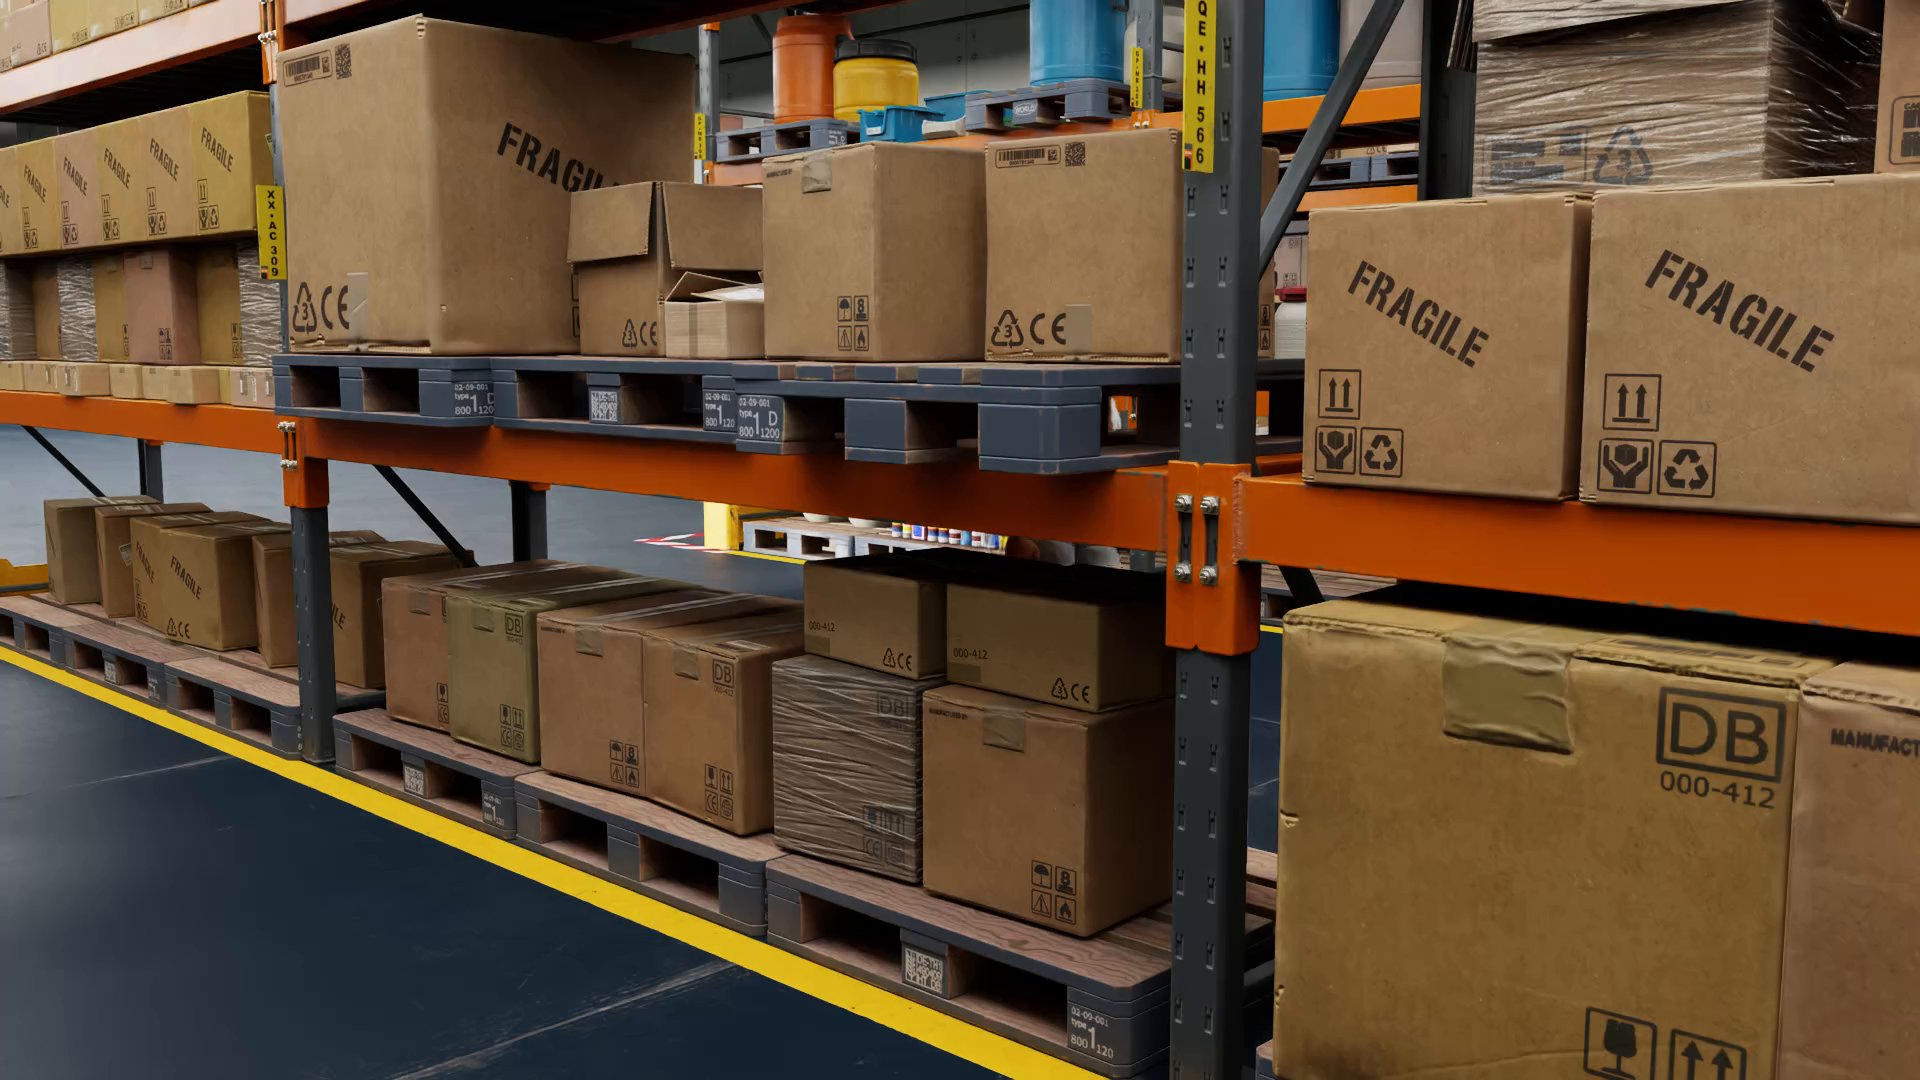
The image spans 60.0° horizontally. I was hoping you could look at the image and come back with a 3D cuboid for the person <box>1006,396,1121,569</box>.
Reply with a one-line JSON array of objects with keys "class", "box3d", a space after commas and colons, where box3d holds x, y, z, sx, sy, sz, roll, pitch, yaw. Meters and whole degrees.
[{"class": "person", "box3d": [0.315, -0.063, 6.001, 0.565, 1.760, 0.606, 5, 9, 37]}]
